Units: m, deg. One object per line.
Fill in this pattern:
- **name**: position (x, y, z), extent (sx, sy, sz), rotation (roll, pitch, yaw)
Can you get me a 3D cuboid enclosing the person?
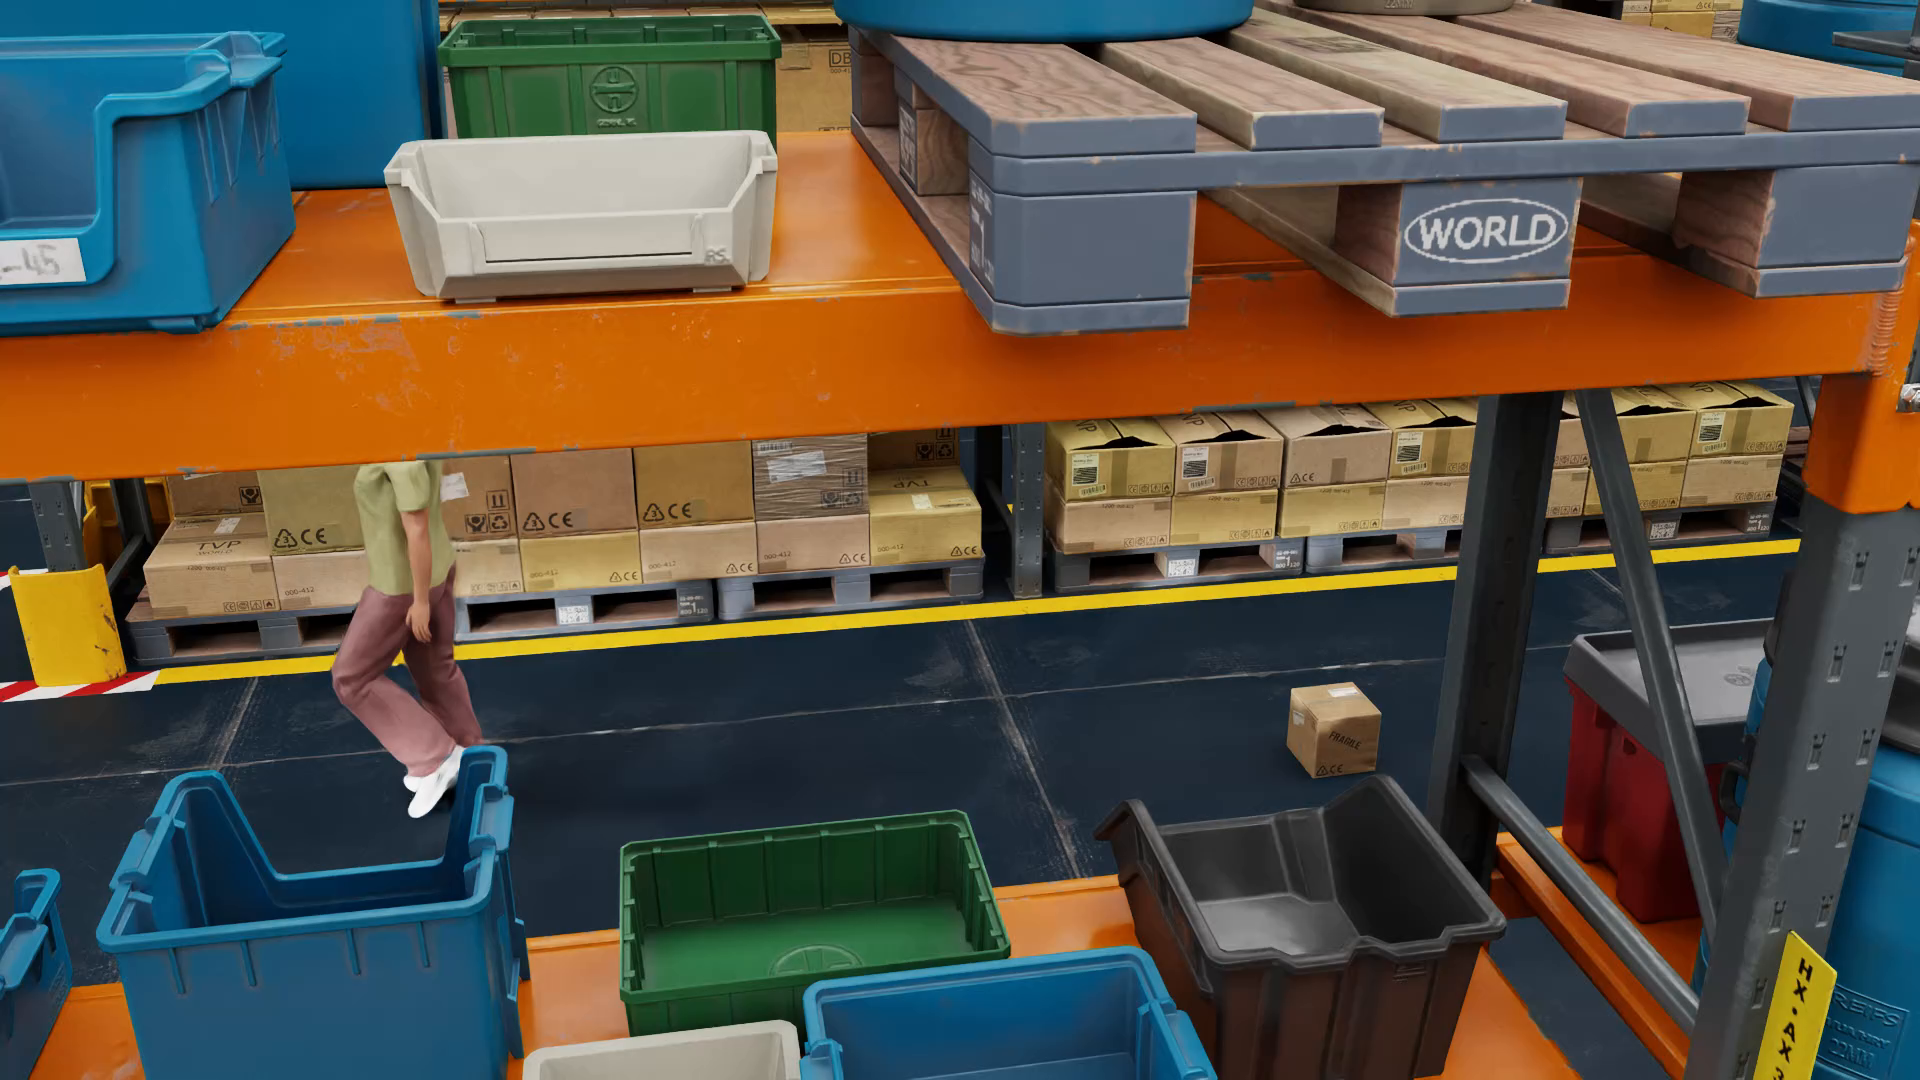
- **person**: position (-1.918, 0.153, 5.708), extent (0.469, 1.690, 0.475), rotation (-2, 23, -5)
